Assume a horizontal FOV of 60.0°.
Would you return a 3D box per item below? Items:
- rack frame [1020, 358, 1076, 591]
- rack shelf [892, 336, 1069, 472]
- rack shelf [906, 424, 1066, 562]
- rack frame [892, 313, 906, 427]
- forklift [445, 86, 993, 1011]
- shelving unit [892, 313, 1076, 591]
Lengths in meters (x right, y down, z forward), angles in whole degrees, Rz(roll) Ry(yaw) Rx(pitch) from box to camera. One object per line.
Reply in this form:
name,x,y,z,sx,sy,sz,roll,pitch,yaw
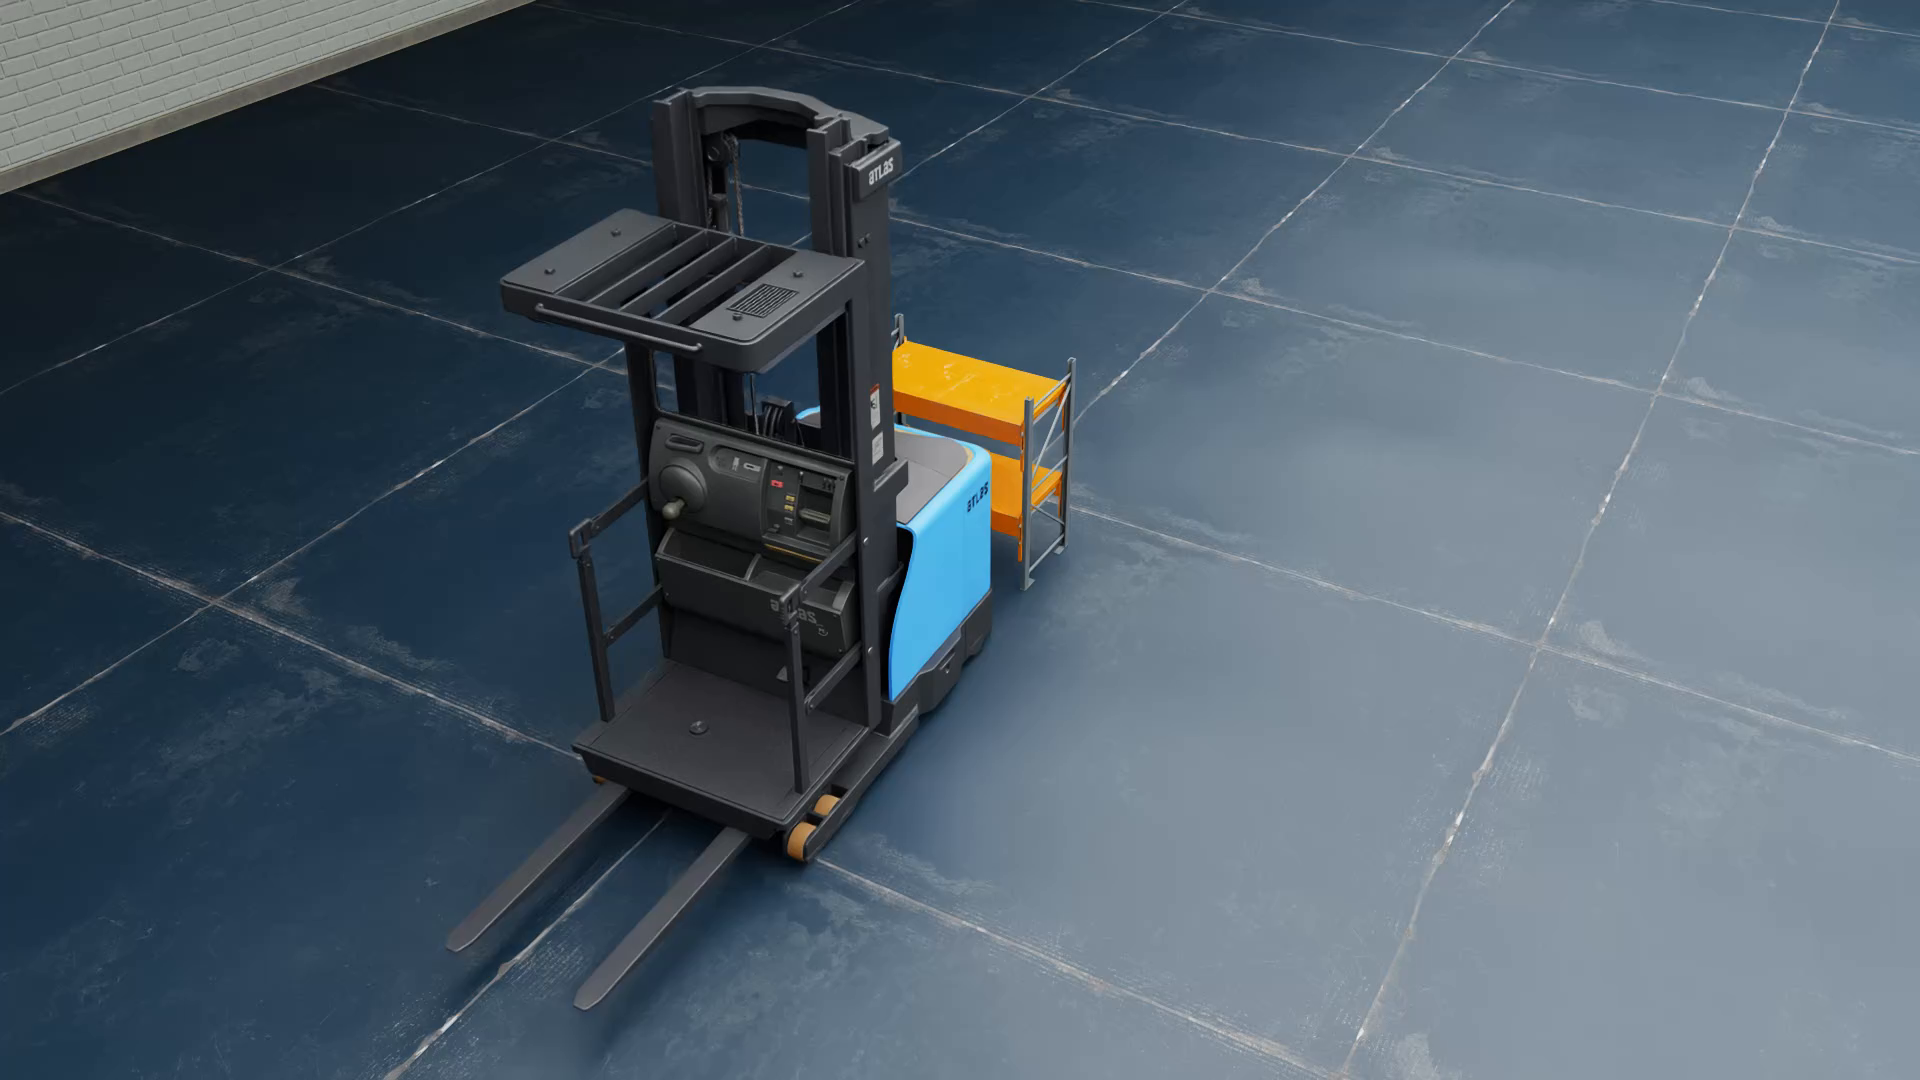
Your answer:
rack frame,0.447,-0.327,8.496,0.032,1.125,0.500,18,37,24
rack shelf,0.006,-0.710,8.544,1.000,0.278,0.538,18,37,24
rack shelf,0.006,-0.263,8.842,1.000,0.278,0.538,18,37,24
rack frame,-0.435,-0.606,8.916,0.032,1.125,0.500,18,37,24
forklift,-0.964,-0.151,6.604,1.130,2.935,3.031,16,37,23
shelving unit,0.006,-0.466,8.706,1.048,1.125,0.538,18,37,24
